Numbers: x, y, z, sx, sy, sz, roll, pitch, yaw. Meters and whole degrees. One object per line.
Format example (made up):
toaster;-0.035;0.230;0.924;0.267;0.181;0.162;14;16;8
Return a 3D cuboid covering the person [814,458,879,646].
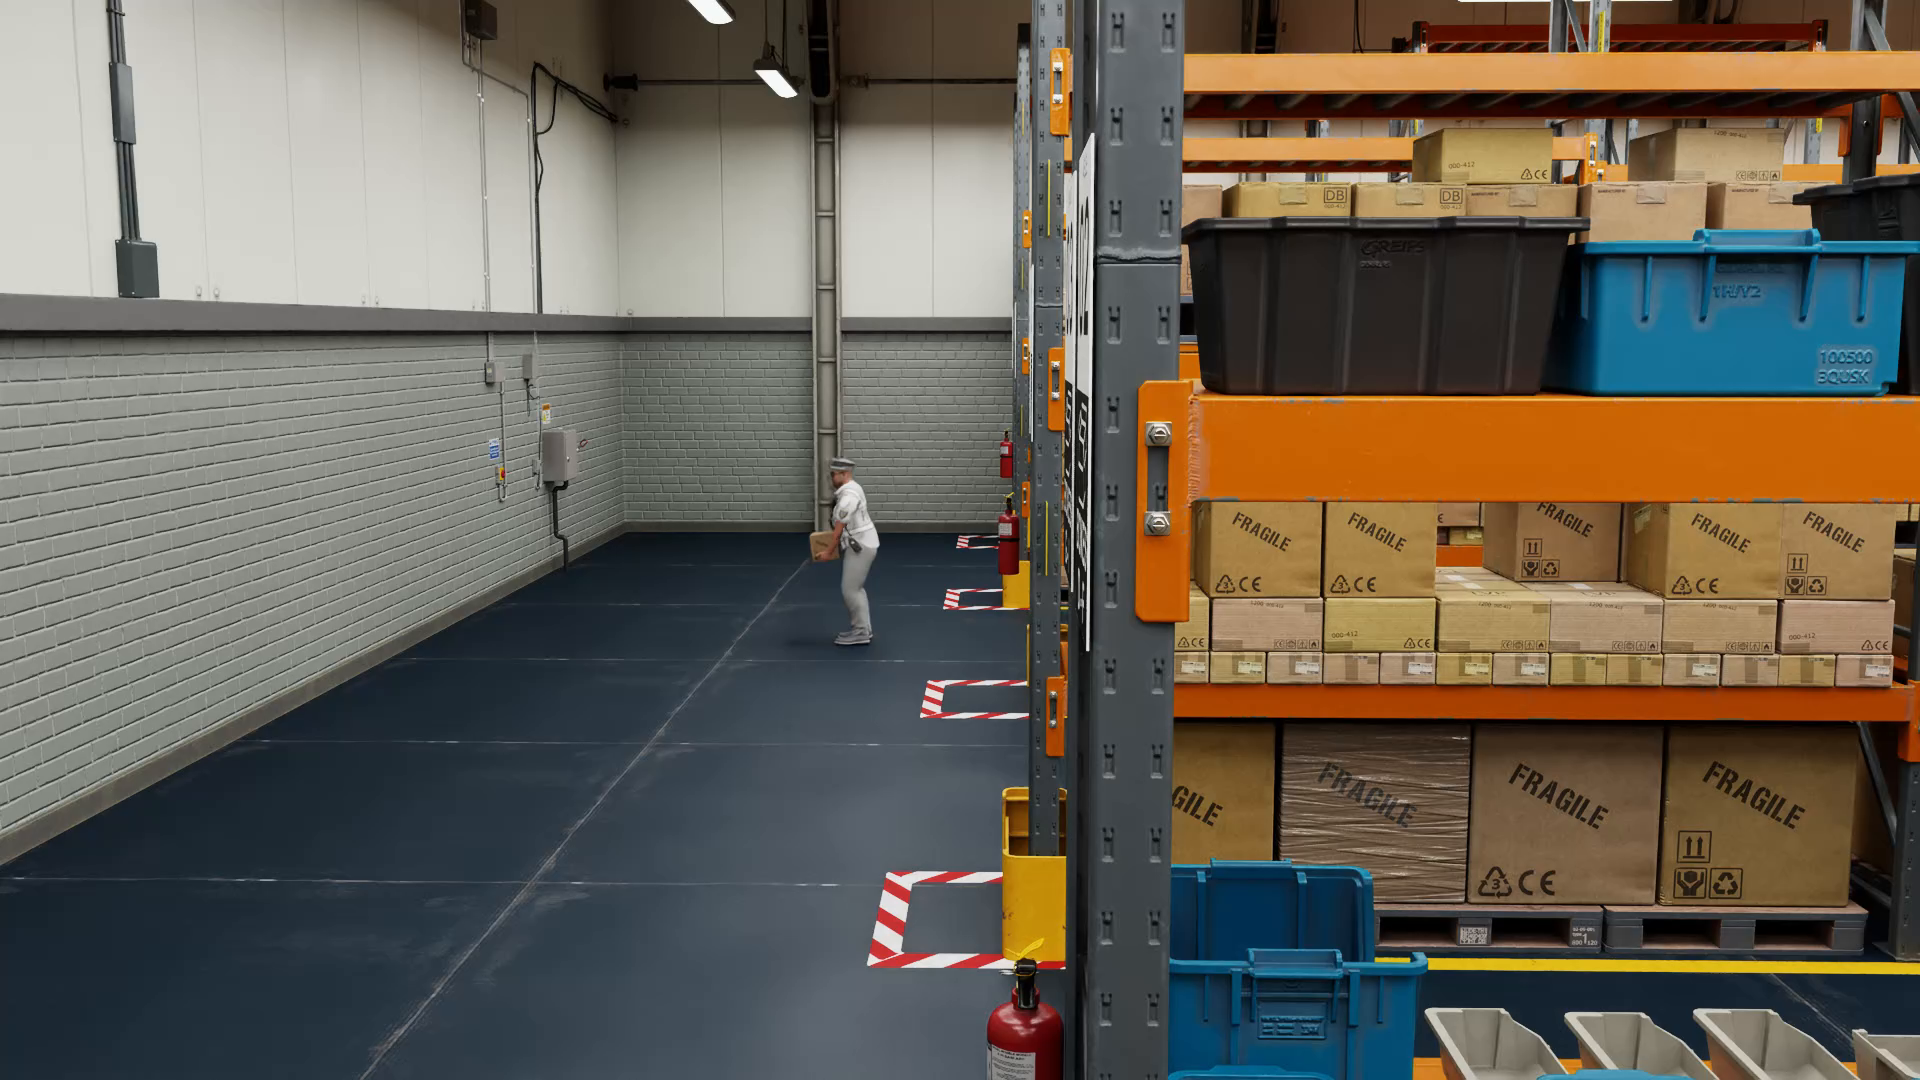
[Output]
person;-1.052;0.100;15.524;0.597;1.741;0.483;0;7;0
